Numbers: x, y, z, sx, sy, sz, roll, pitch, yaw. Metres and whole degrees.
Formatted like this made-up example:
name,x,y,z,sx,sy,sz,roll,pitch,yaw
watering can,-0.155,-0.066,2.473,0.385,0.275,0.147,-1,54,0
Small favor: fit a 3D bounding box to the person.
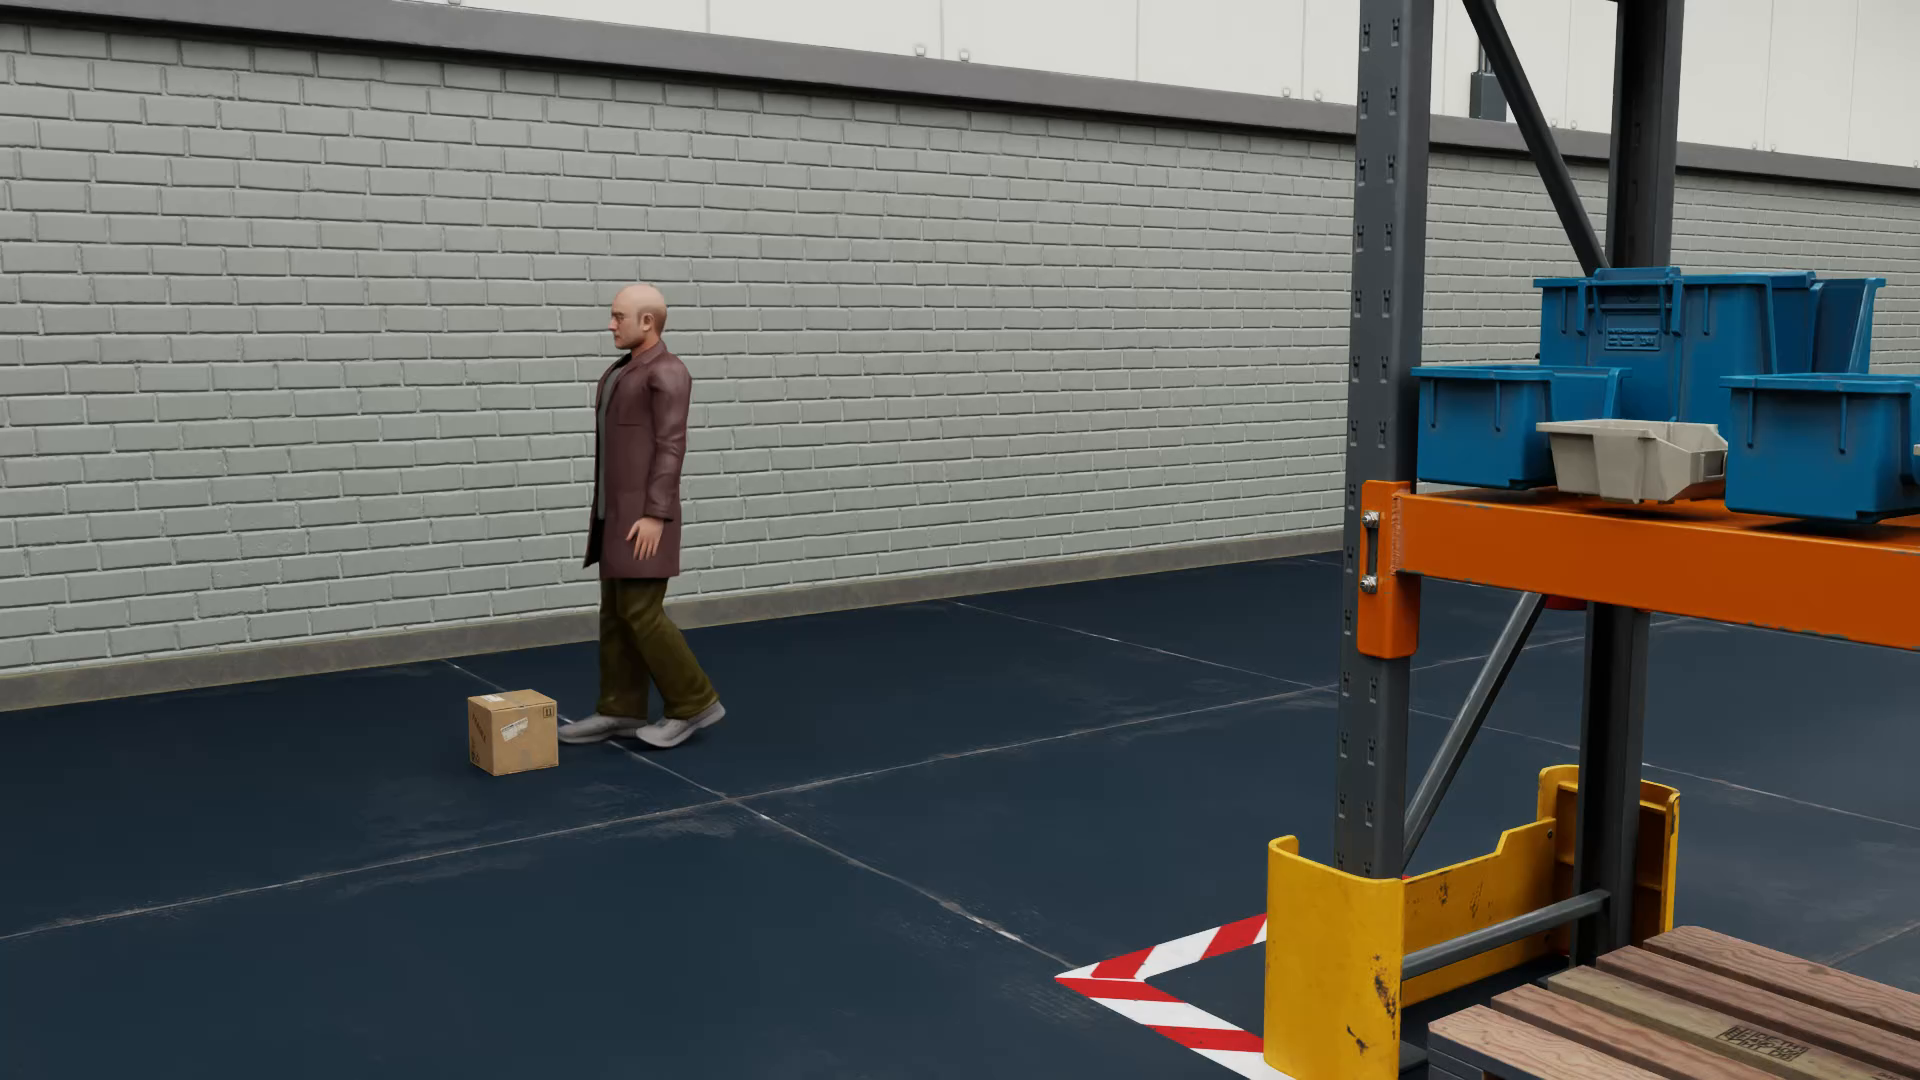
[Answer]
name,x,y,z,sx,sy,sz,roll,pitch,yaw
person,-1.258,-0.089,6.443,0.617,1.783,0.609,-4,9,-30
